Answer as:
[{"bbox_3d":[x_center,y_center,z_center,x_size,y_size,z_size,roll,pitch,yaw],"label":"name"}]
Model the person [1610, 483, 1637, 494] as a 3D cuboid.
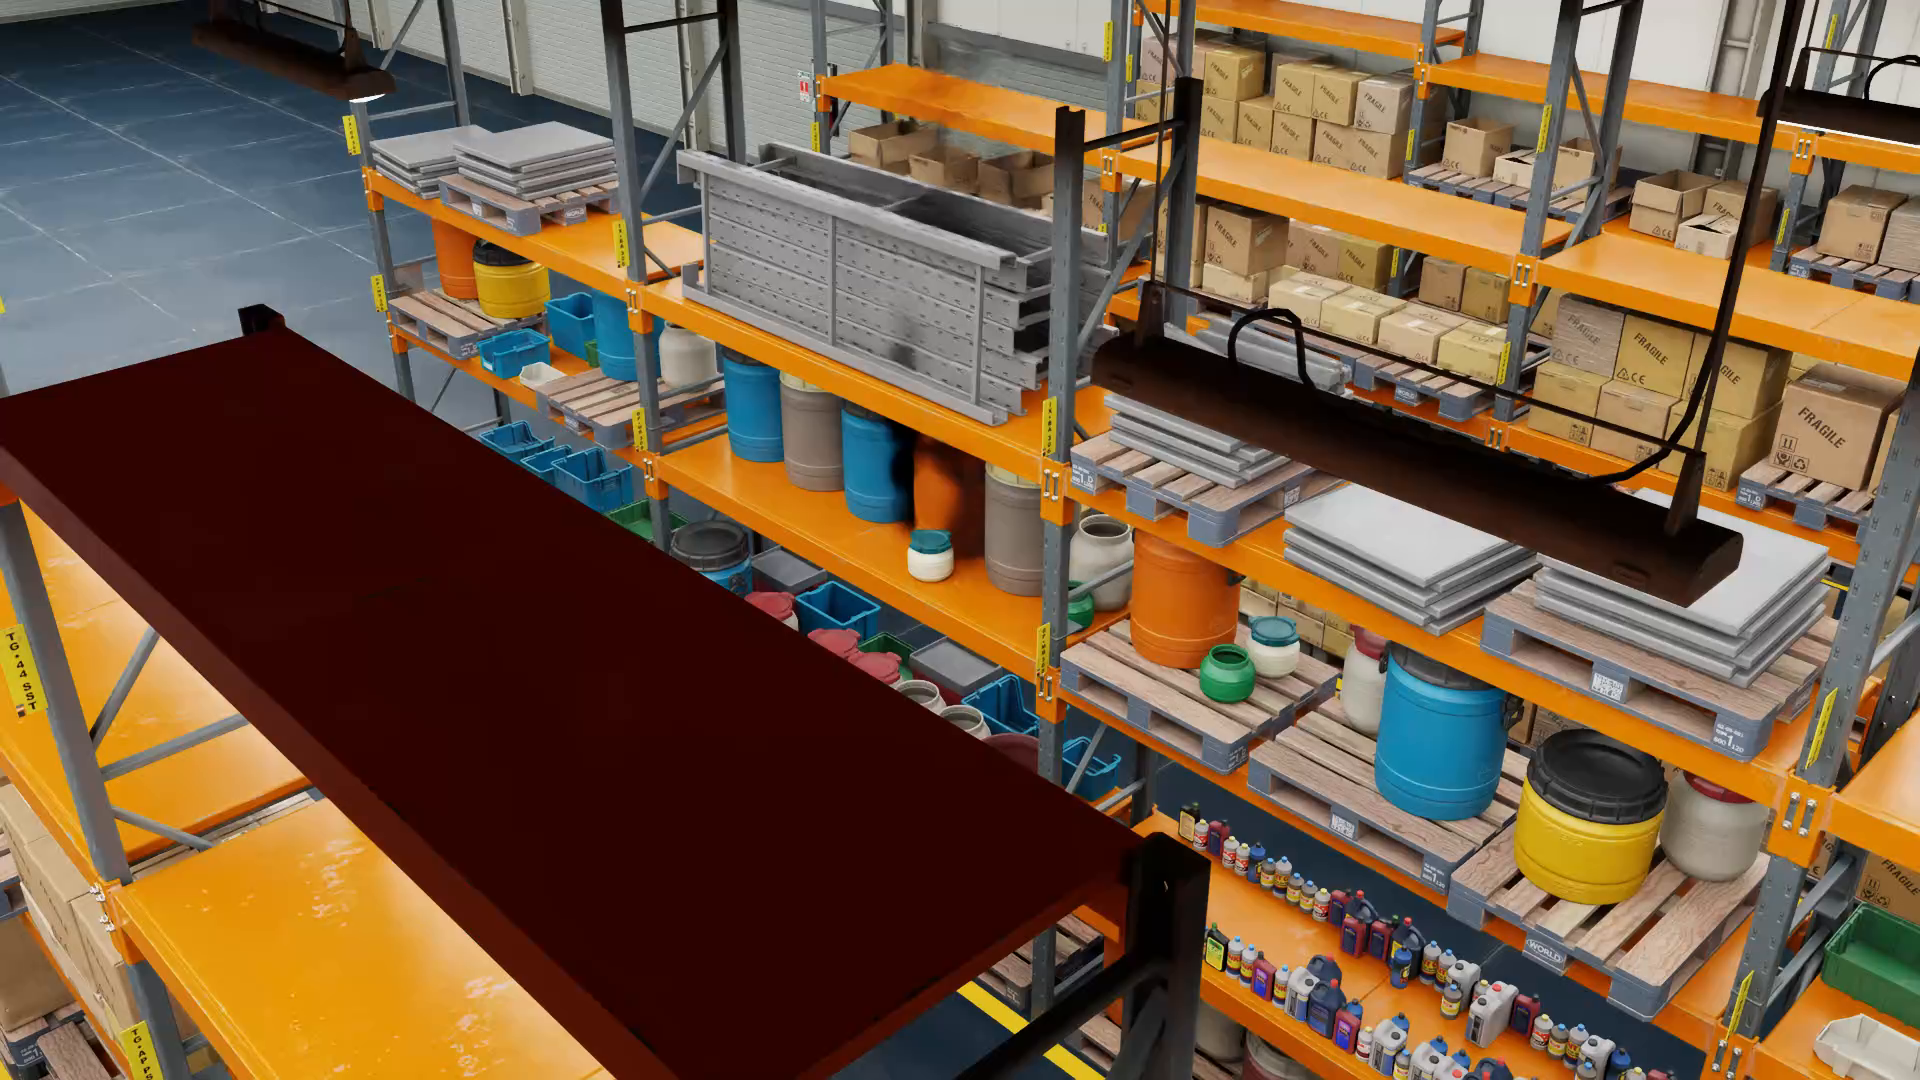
[{"bbox_3d":[6.281,-0.120,15.223,0.752,1.831,0.624,17,33,29],"label":"person"}]
